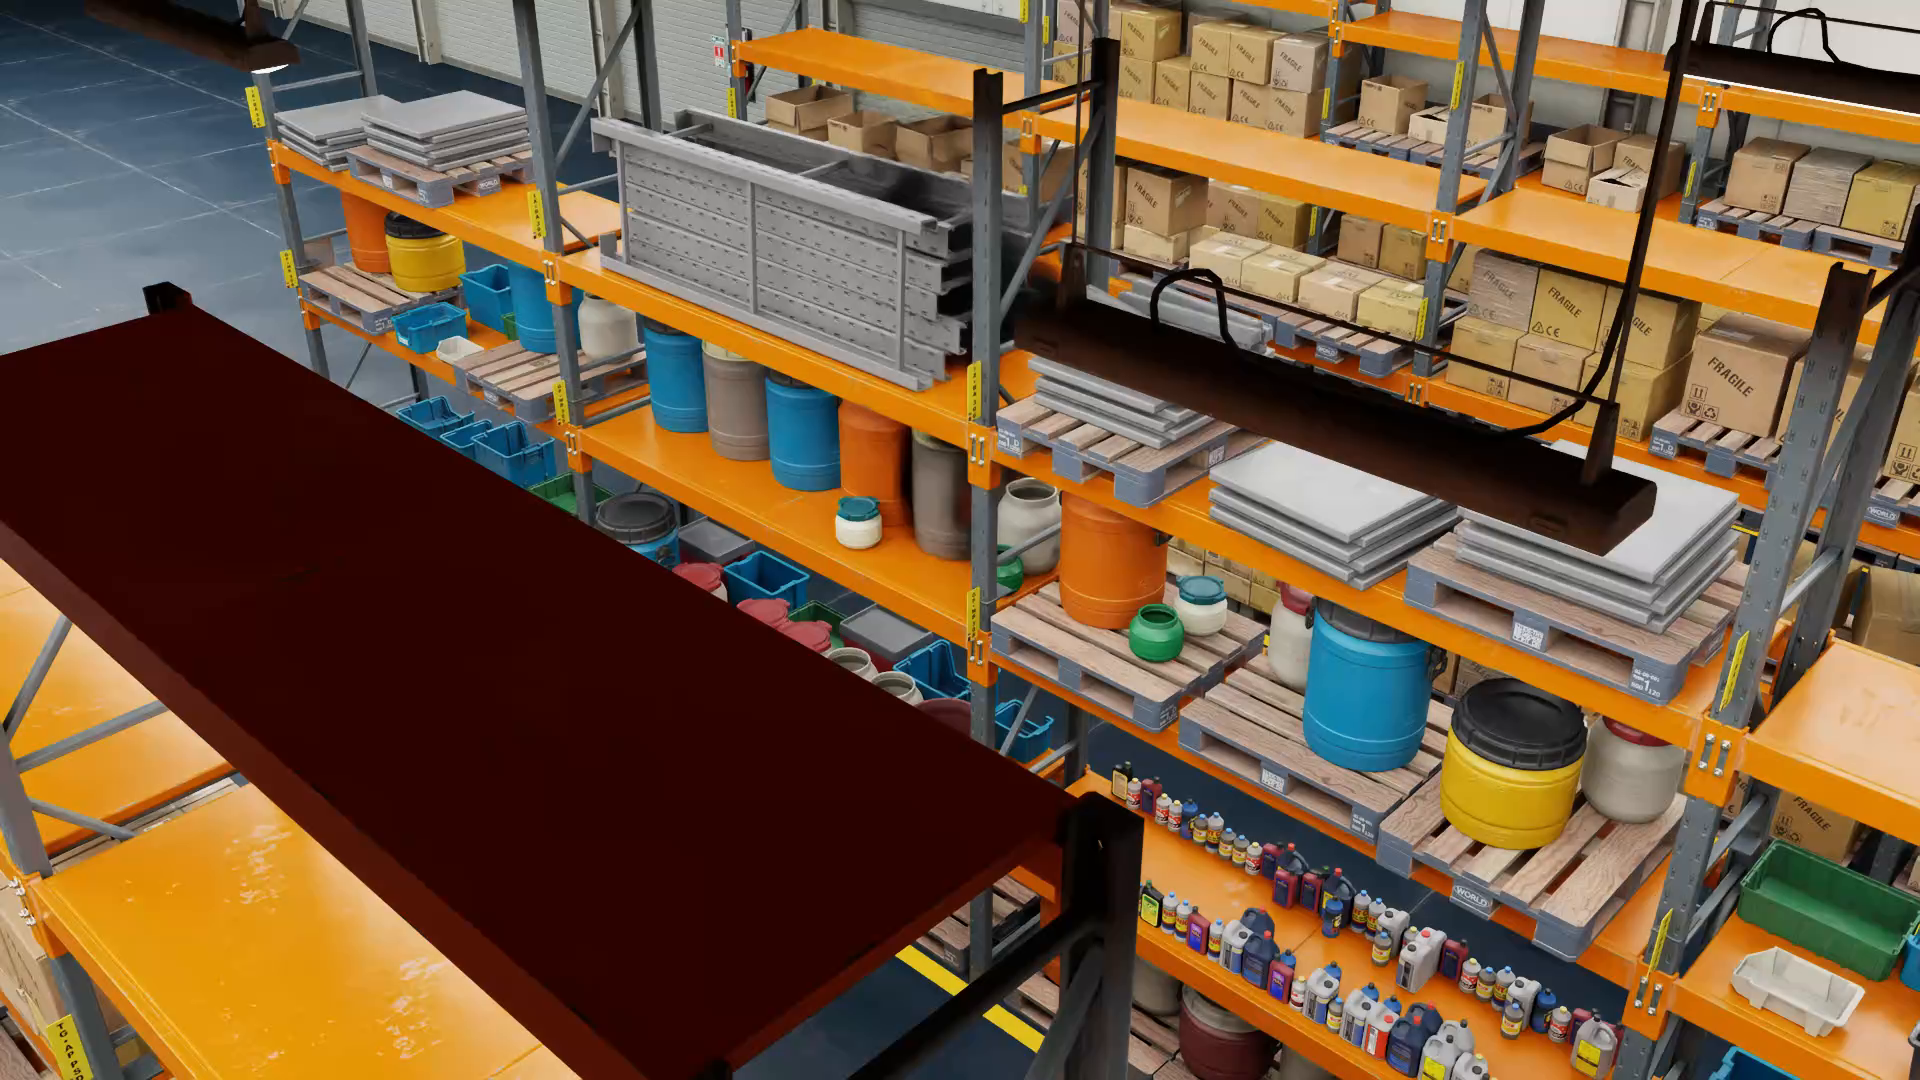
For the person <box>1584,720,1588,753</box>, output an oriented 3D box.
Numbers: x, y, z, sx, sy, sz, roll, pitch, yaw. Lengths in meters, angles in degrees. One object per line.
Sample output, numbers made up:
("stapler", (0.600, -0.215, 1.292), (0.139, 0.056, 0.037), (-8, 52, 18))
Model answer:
("person", (3.891, 1.852, 11.019), (0.982, 1.724, 0.681), (15, 32, 24))
